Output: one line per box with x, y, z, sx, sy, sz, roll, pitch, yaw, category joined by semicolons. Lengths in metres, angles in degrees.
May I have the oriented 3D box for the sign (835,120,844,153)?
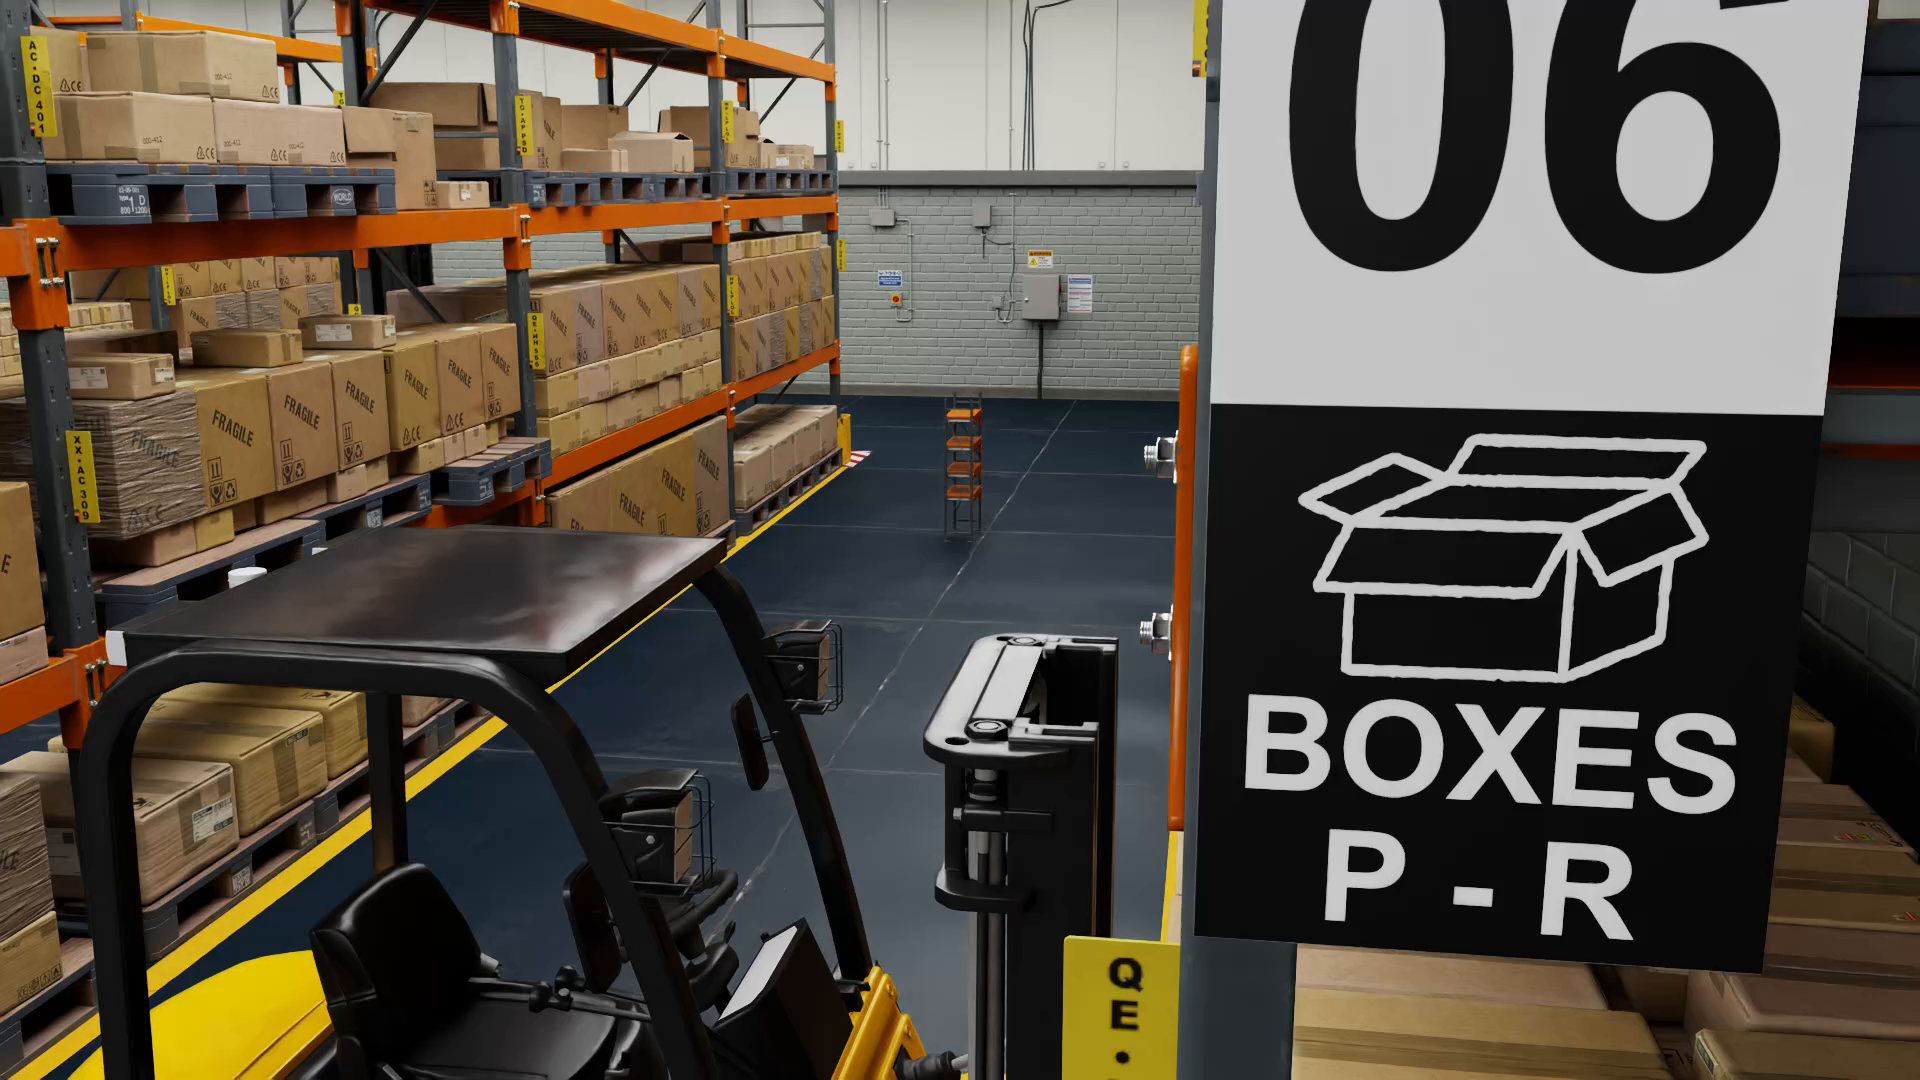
-1.244;-4.152;17.105;0.100;0.325;0.005;2;12;9;sign

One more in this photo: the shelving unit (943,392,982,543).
0.025;-0.621;14.027;0.258;1.200;0.503;2;12;9;shelving unit

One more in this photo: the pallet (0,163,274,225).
-3.423;-1.314;6.294;1.213;0.211;1.003;2;12;9;pallet

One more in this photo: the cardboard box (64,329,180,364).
-3.664;-0.836;7.271;0.380;0.149;0.250;1;12;6;cardboard box

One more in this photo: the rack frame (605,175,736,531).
-2.393;-1.479;13.737;1.000;3.000;0.127;2;12;9;rack frame

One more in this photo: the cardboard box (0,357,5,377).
-7.404;-1.285;12.436;0.380;0.149;0.250;1;12;7;cardboard box

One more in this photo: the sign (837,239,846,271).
-1.244;-2.973;17.359;0.100;0.325;0.005;2;12;9;sign

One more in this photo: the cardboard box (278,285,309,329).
-6.739;-2.227;16.265;0.500;0.500;0.500;3;12;11;cardboard box

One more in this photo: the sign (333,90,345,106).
-3.556;-2.424;9.586;0.100;0.325;0.005;2;12;9;sign

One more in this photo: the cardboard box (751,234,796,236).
-1.797;-2.872;16.050;0.380;0.149;0.250;2;12;8;cardboard box

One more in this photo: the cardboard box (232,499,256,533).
-3.211;-0.114;7.004;0.380;0.149;0.250;3;12;12;cardboard box

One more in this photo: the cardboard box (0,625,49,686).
-3.372;0.386;5.680;0.380;0.149;0.250;2;12;8;cardboard box

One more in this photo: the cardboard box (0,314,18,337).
-7.370;-1.631;12.628;0.380;0.149;0.250;1;12;6;cardboard box

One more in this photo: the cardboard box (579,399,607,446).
-2.623;-0.774;10.823;0.500;0.250;0.500;2;12;7;cardboard box

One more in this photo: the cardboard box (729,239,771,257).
-1.899;-2.604;14.805;0.380;0.149;0.250;2;12;7;cardboard box

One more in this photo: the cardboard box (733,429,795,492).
-2.054;-0.746;15.418;0.875;0.438;0.875;2;12;7;cardboard box

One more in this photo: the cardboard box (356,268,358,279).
-6.509;-3.031;17.621;0.500;0.500;0.500;2;12;7;cardboard box

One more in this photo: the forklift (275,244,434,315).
-5.501;-1.690;14.879;3.031;2.935;1.130;0;12;0;forklift

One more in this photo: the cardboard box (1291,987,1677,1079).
0.513;0.586;1.671;0.380;0.149;0.250;2;12;9;cardboard box

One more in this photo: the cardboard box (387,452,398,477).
-3.029;-0.383;8.250;0.380;0.149;0.250;2;12;9;cardboard box

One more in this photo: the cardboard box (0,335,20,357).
-7.365;-1.483;12.647;0.380;0.149;0.250;2;12;9;cardboard box

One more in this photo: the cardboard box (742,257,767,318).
-1.997;-2.213;14.532;0.500;0.500;0.500;2;12;8;cardboard box

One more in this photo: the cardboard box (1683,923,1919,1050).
1.032;0.551;1.833;0.380;0.149;0.250;2;12;11;cardboard box

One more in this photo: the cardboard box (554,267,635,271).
-2.796;-1.828;12.744;0.500;0.500;0.500;2;12;8;cardboard box

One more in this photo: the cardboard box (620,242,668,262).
-2.660;-2.408;13.898;0.380;0.149;0.250;2;12;7;cardboard box

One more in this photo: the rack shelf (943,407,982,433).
0.025;-1.005;13.944;0.258;0.148;0.480;2;12;9;rack shelf

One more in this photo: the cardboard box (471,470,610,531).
-2.820;0.046;10.708;0.875;0.875;0.875;2;12;8;cardboard box

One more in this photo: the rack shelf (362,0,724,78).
-2.701;-3.448;11.291;1.077;0.370;4.000;2;12;9;rack shelf

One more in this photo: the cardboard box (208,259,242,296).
-6.925;-2.496;15.139;0.500;0.500;0.500;2;12;7;cardboard box

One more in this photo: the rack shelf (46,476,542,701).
-3.316;0.121;8.018;1.077;0.370;4.000;2;12;9;rack shelf

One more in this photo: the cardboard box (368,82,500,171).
-3.100;-2.452;9.889;0.797;0.503;0.637;1;12;5;cardboard box

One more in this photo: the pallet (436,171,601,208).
-2.962;-2.156;10.207;1.213;0.211;1.003;2;12;11;pallet

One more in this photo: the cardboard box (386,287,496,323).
-3.187;-1.300;10.297;0.500;0.500;0.500;2;12;7;cardboard box

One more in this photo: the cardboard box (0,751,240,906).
-3.545;1.156;6.750;0.950;0.372;0.625;2;12;9;cardboard box

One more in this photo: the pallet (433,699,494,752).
-3.130;0.879;9.413;1.003;0.211;1.213;2;12;9;pallet

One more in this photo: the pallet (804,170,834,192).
-1.882;-3.580;16.576;1.003;0.211;1.213;2;12;9;pallet

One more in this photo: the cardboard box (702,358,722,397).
-2.213;-1.304;13.282;0.500;0.250;0.500;2;12;7;cardboard box

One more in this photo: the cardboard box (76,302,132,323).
-7.169;-1.902;13.886;0.380;0.149;0.250;2;12;11;cardboard box

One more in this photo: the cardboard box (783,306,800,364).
-1.819;-1.933;15.603;0.500;0.500;0.500;2;12;10;cardboard box

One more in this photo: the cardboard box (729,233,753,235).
-2.252;-2.939;16.361;0.380;0.149;0.250;1;12;7;cardboard box

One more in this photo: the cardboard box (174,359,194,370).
-3.619;-0.528;7.381;0.500;0.500;0.500;2;12;11;cardboard box

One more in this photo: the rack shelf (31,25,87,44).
-7.608;-3.588;11.938;1.077;0.370;4.000;2;12;9;rack shelf

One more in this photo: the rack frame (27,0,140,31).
-7.300;-4.551;13.752;1.000;3.000;0.127;2;12;9;rack frame

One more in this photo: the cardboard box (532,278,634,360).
-2.529;-1.490;11.175;0.500;0.500;0.500;2;12;10;cardboard box

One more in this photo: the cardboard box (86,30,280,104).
-3.071;-1.869;6.600;0.500;0.250;0.500;2;12;7;cardboard box

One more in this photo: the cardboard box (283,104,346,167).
-3.005;-1.732;7.149;0.500;0.250;0.500;2;12;8;cardboard box

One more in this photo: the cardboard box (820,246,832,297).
-1.617;-2.742;16.984;0.500;0.500;0.500;2;12;11;cardboard box

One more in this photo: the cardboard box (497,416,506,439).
-2.826;-0.653;9.504;0.380;0.149;0.250;2;12;11;cardboard box

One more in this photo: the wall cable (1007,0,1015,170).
-0.439;-6.413;22.390;2.355;3.000;0.029;2;12;9;wall cable

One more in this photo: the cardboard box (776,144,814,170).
-1.758;-3.863;16.798;0.500;0.250;0.500;1;12;3;cardboard box

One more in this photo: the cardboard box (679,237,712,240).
-2.401;-2.673;15.124;0.380;0.149;0.250;2;12;7;cardboard box

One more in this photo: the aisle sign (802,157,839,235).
-1.461;-3.588;17.350;0.394;0.787;0.004;2;12;9;aisle sign

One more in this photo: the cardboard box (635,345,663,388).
-2.426;-1.231;11.756;0.500;0.250;0.500;2;12;10;cardboard box

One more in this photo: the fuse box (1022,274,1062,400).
1.119;-2.758;22.730;0.539;1.711;0.414;2;12;9;fuse box

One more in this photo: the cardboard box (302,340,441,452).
-2.949;-0.729;8.318;0.500;0.500;0.500;1;12;5;cardboard box

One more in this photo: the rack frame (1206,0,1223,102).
0.666;-1.754;0.772;1.000;3.000;0.127;2;12;9;rack frame
